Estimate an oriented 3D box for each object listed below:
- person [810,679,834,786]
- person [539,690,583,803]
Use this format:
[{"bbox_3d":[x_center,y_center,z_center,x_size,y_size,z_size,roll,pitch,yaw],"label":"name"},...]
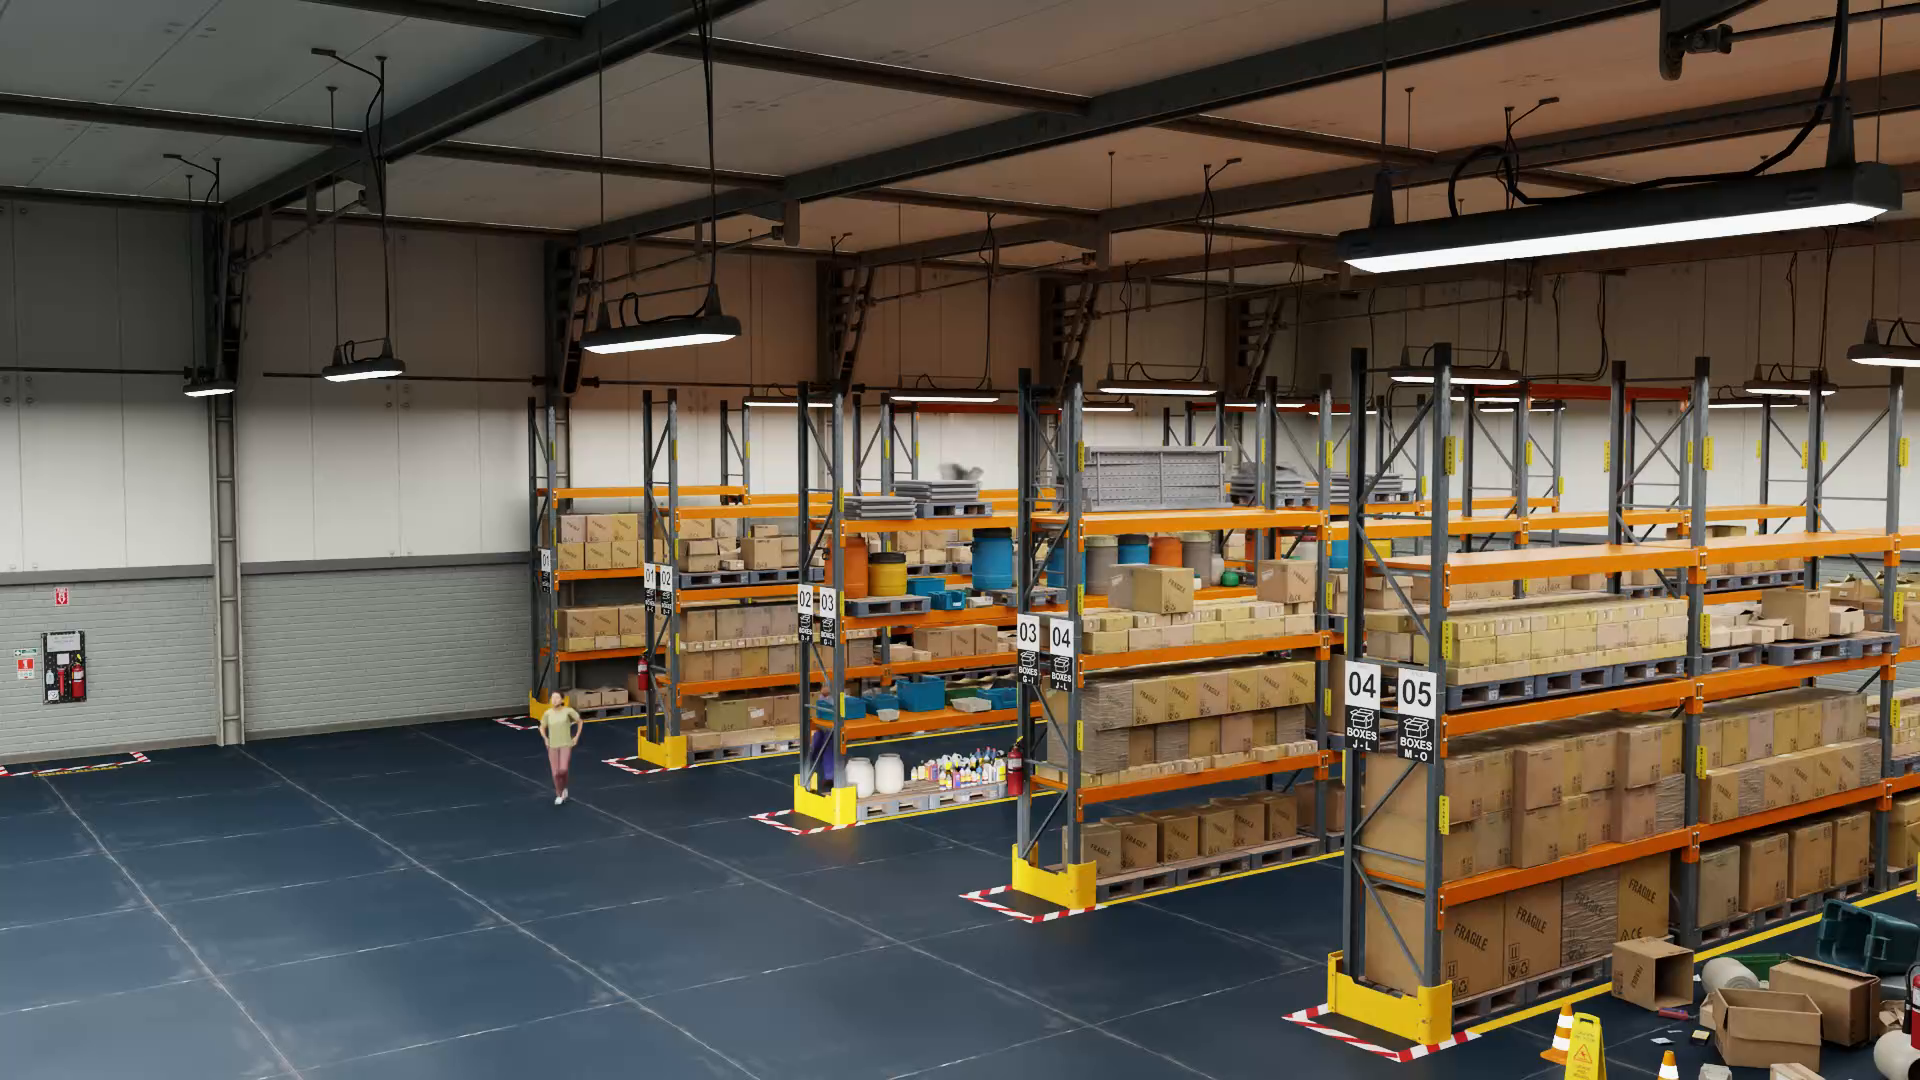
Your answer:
[{"bbox_3d":[-1.997,2.889,24.970,0.588,1.600,0.543,2,4,36],"label":"person"},{"bbox_3d":[-5.703,2.951,23.671,0.590,1.628,0.537,0,3,-1],"label":"person"}]
